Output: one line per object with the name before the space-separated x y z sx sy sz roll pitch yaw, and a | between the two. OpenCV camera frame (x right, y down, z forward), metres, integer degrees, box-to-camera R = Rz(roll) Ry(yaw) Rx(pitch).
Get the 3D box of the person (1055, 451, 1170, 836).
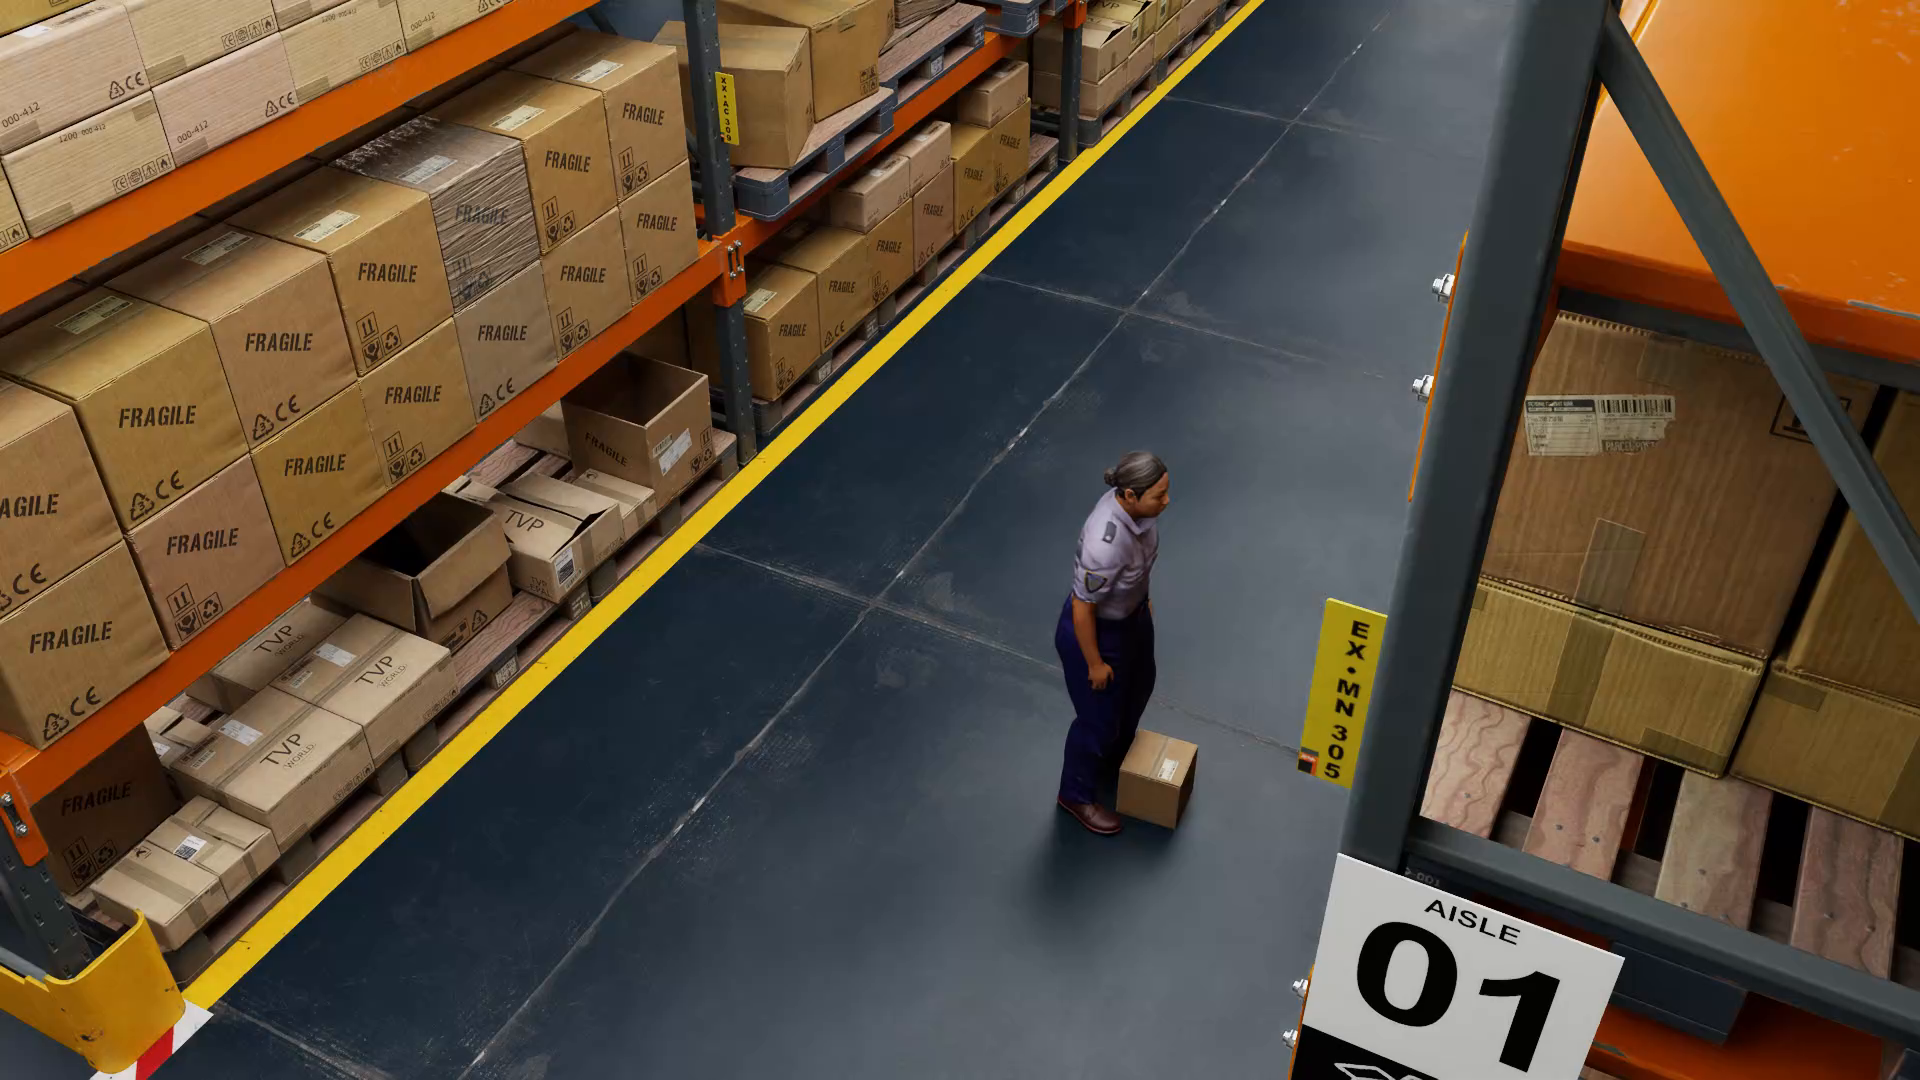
person | 0.595 0.350 6.309 0.412 1.652 0.539 18 42 22
